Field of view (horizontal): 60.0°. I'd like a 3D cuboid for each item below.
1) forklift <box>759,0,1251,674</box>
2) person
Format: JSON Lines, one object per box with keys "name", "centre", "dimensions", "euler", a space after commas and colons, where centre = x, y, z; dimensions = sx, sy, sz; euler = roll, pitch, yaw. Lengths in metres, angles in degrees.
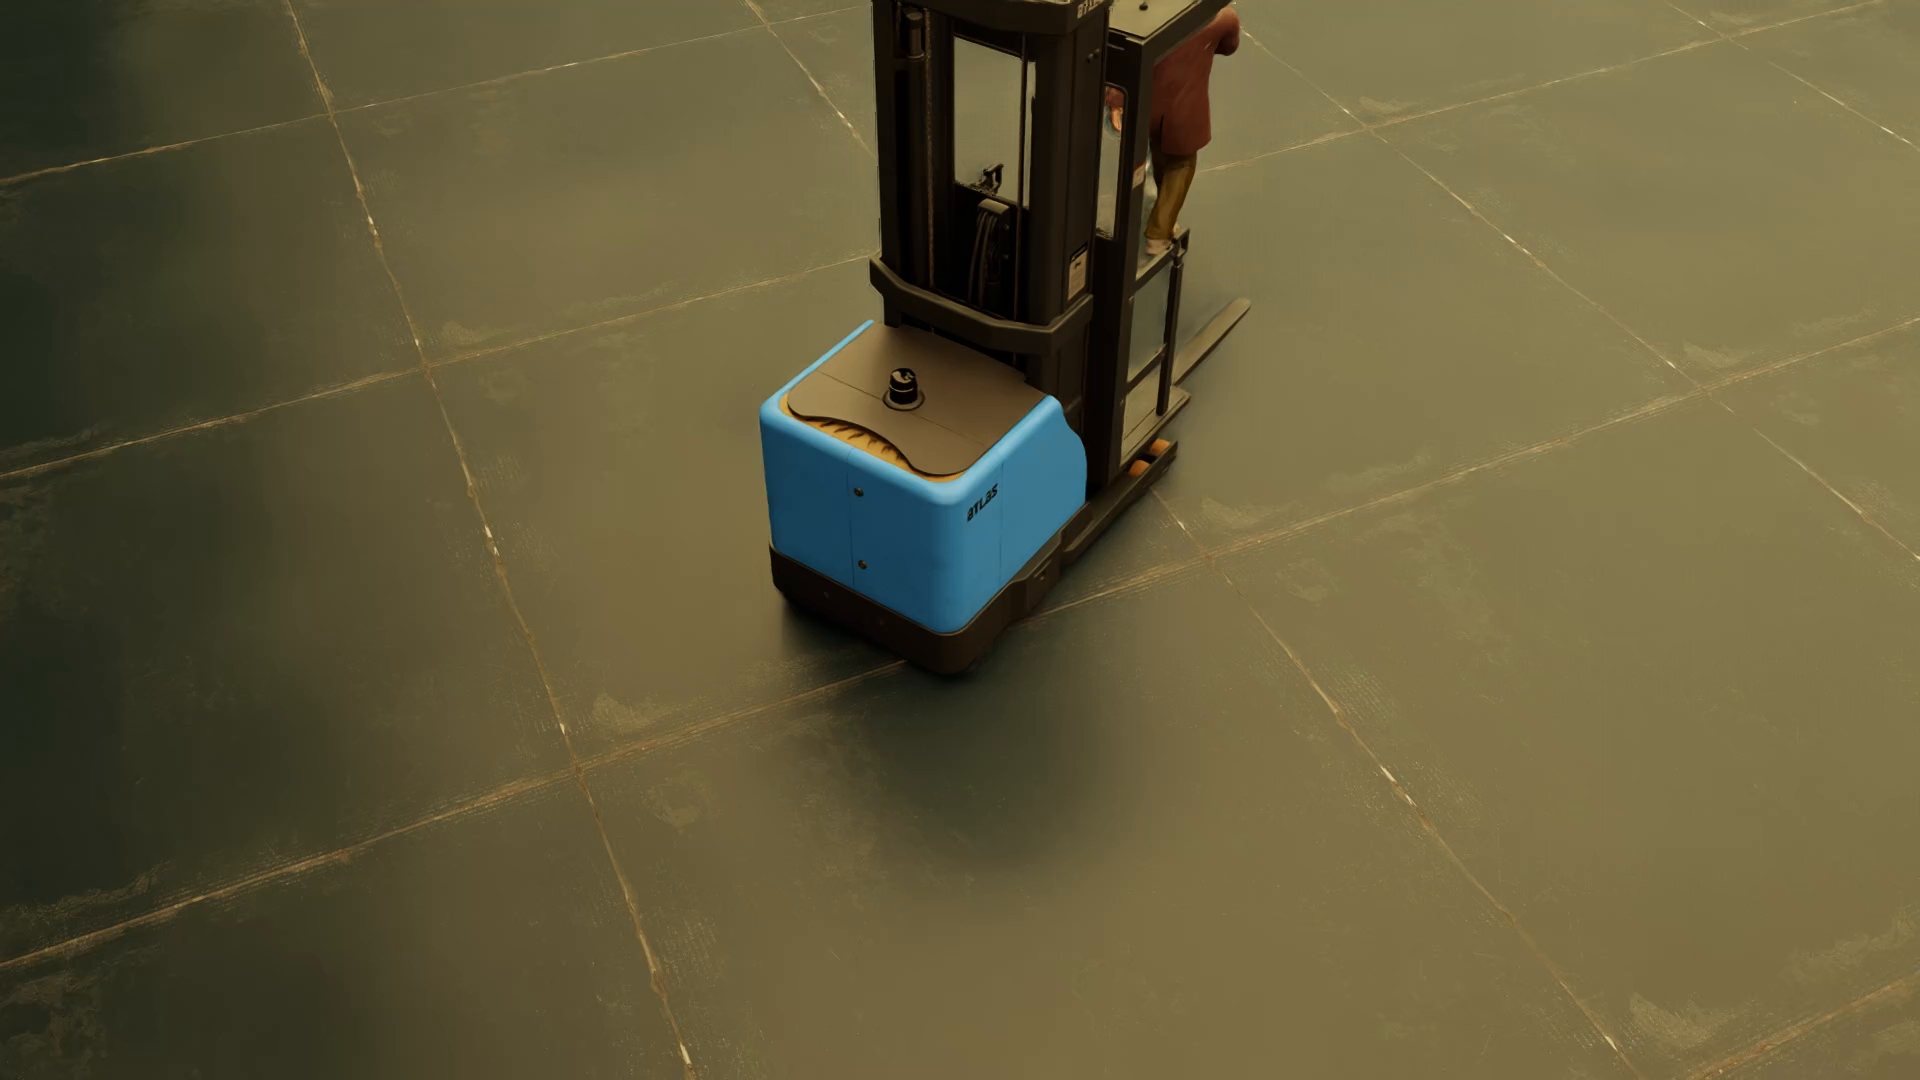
{"name": "forklift", "centre": [0.411, -1.467, 7.252], "dimensions": [1.130, 2.935, 3.031], "euler": [26, 49, 25]}
{"name": "person", "centre": [1.182, -2.443, 9.233], "dimensions": [0.628, 1.758, 0.966], "euler": [11, 44, 12]}
